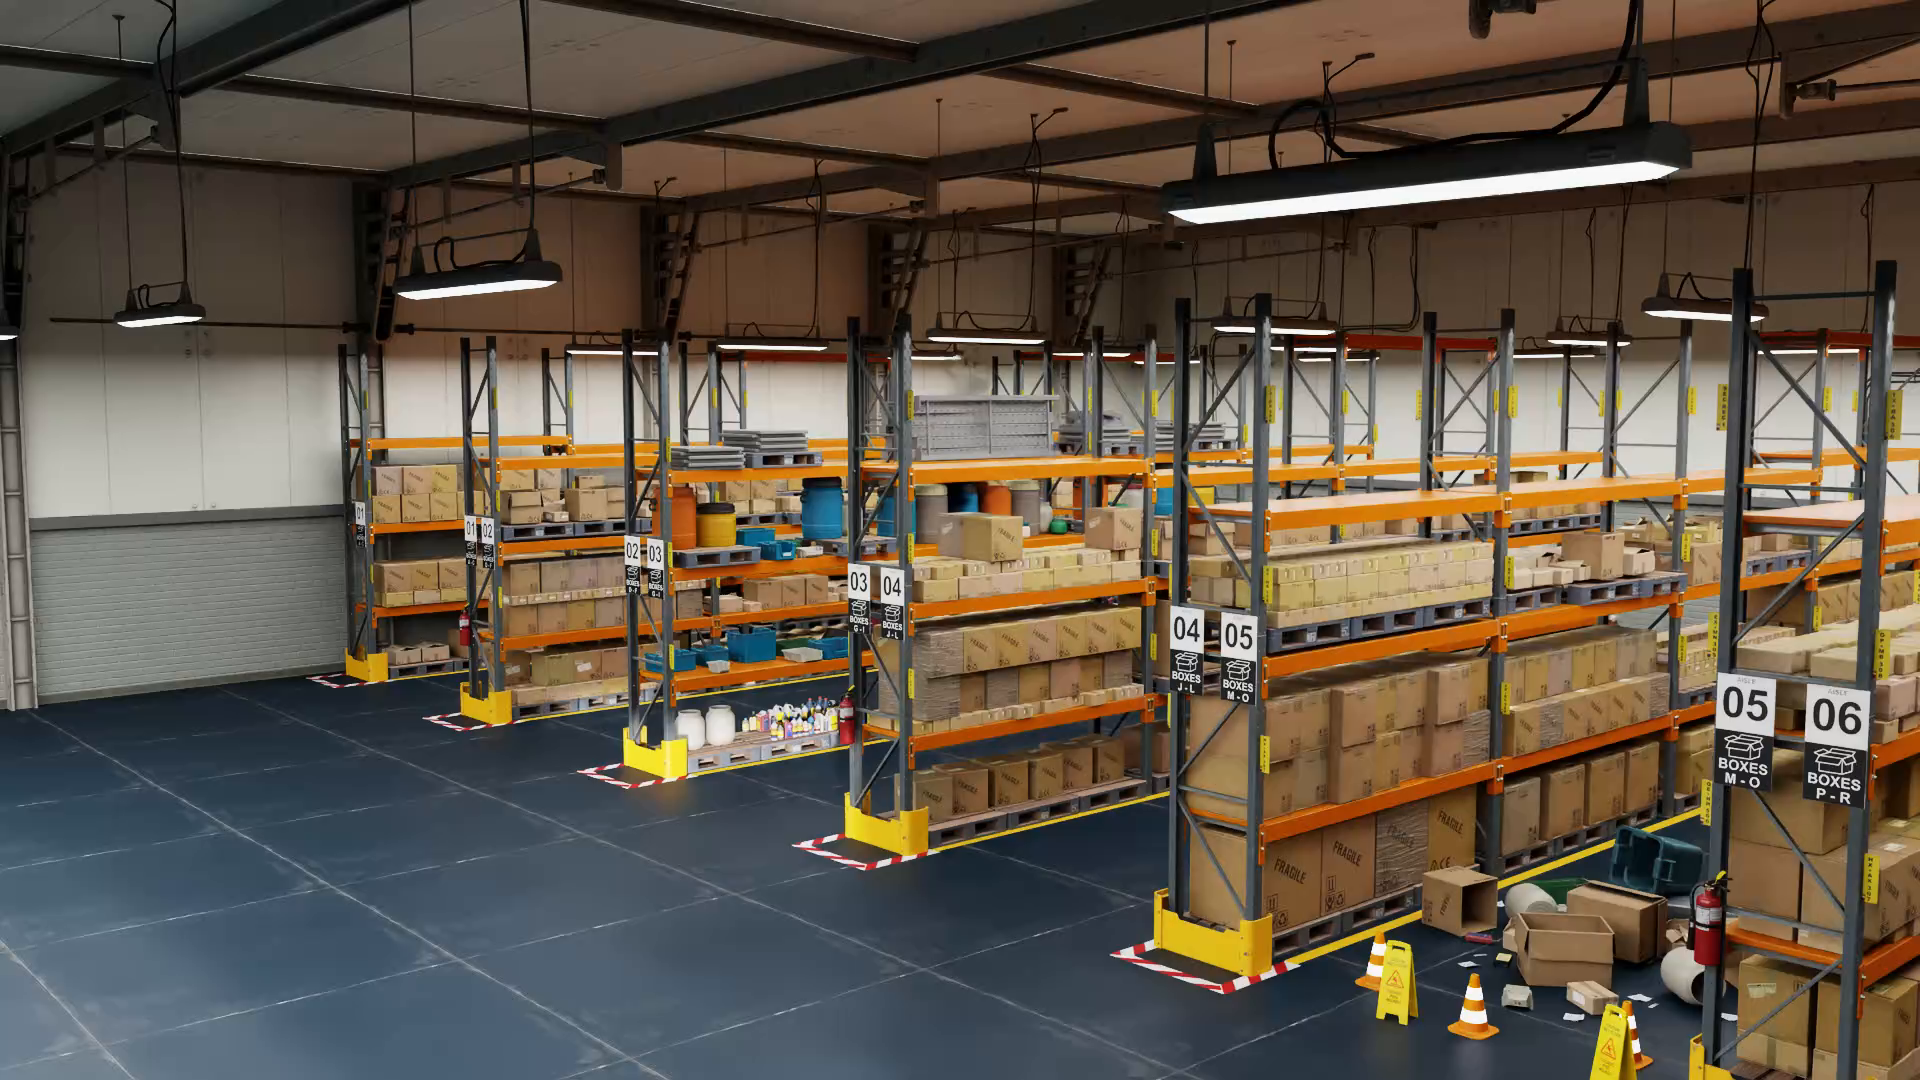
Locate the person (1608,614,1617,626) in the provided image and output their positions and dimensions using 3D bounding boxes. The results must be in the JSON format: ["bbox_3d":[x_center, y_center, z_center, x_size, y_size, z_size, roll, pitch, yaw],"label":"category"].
[{"bbox_3d":[10.313,1.990,26.418,0.600,1.620,0.561,4,7,41],"label":"person"}]

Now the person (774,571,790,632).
[{"bbox_3d":[-3.424,1.407,32.234,0.884,1.755,0.707,-5,7,-42],"label":"person"}]
